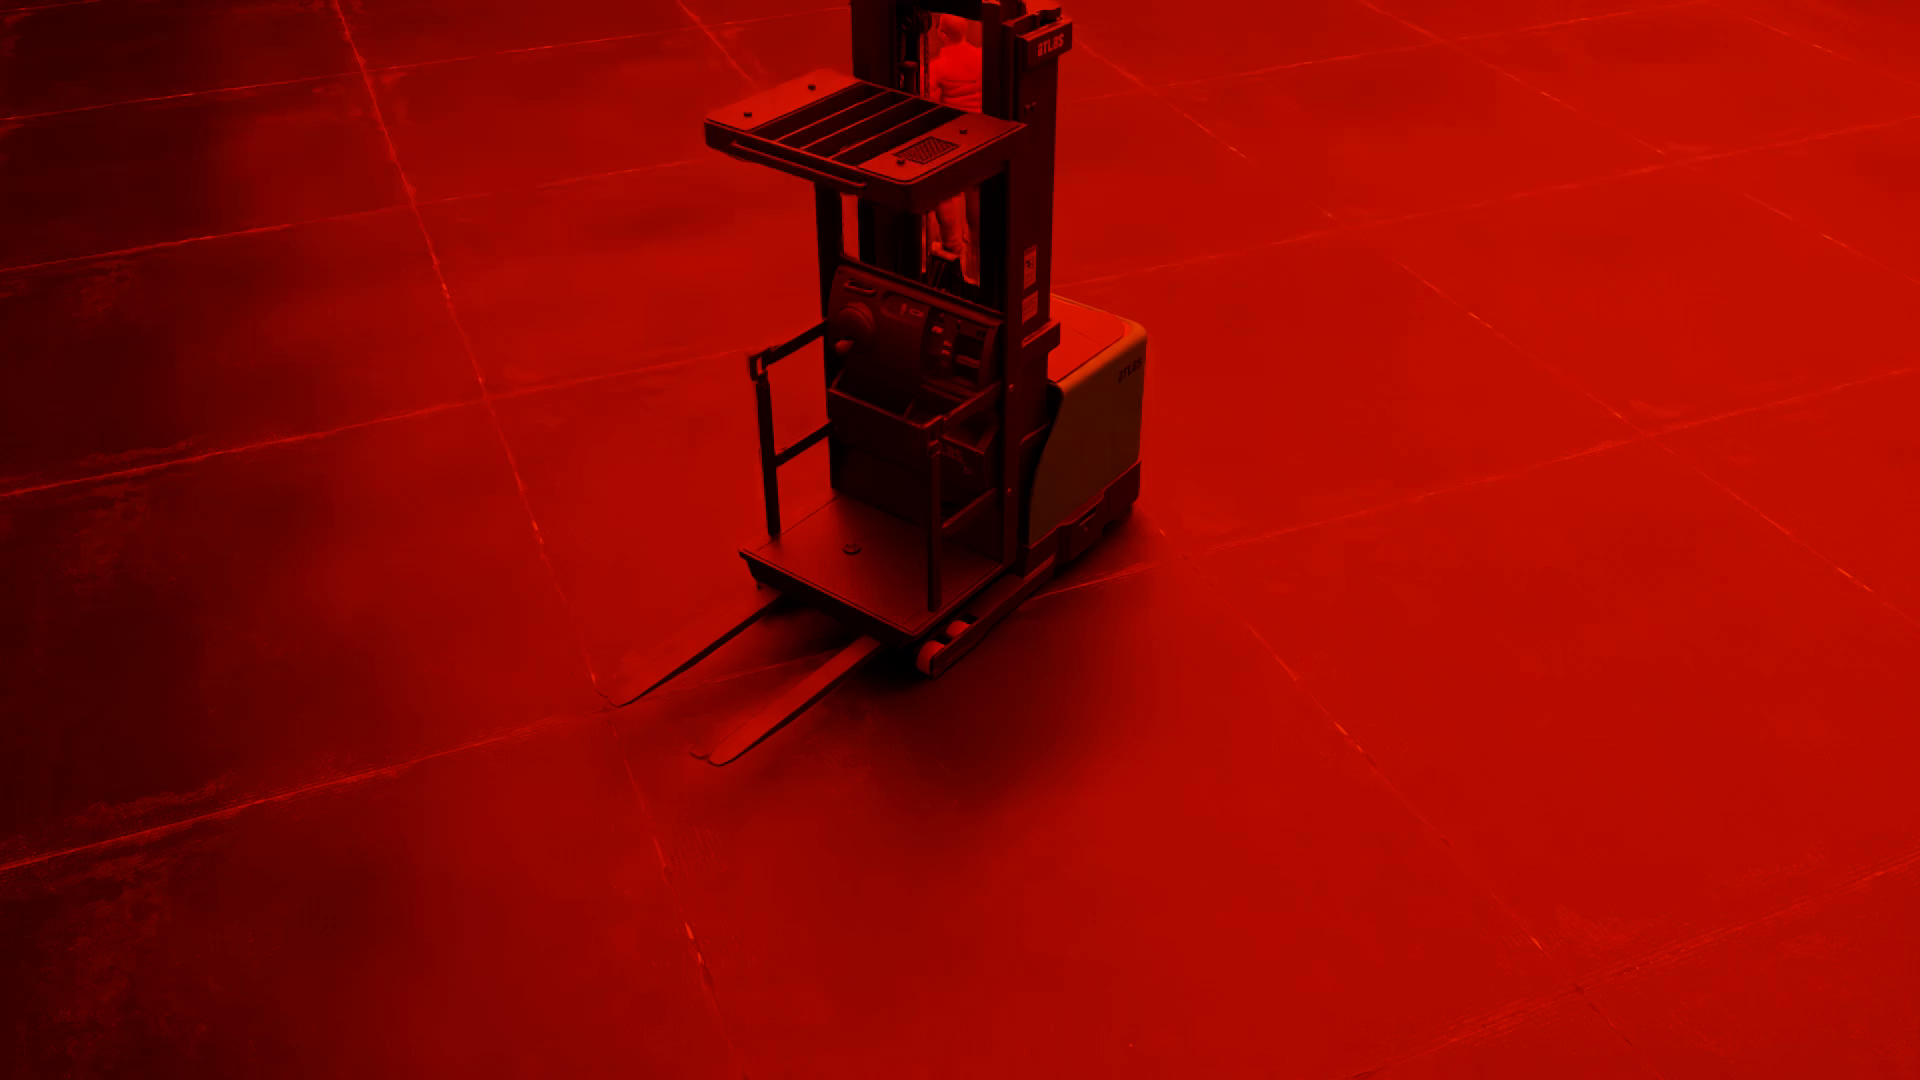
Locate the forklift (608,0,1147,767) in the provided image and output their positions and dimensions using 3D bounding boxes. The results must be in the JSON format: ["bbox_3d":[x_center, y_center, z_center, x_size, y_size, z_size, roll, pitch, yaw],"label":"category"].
[{"bbox_3d":[-0.347,-0.883,7.341,1.130,2.935,3.031,24,42,30],"label":"forklift"}]

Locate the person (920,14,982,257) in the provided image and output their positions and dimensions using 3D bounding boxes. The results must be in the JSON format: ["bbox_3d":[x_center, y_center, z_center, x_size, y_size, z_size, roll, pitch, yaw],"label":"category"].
[{"bbox_3d":[-0.052,-2.631,10.823,0.640,1.727,0.551,-14,38,-18],"label":"person"}]
